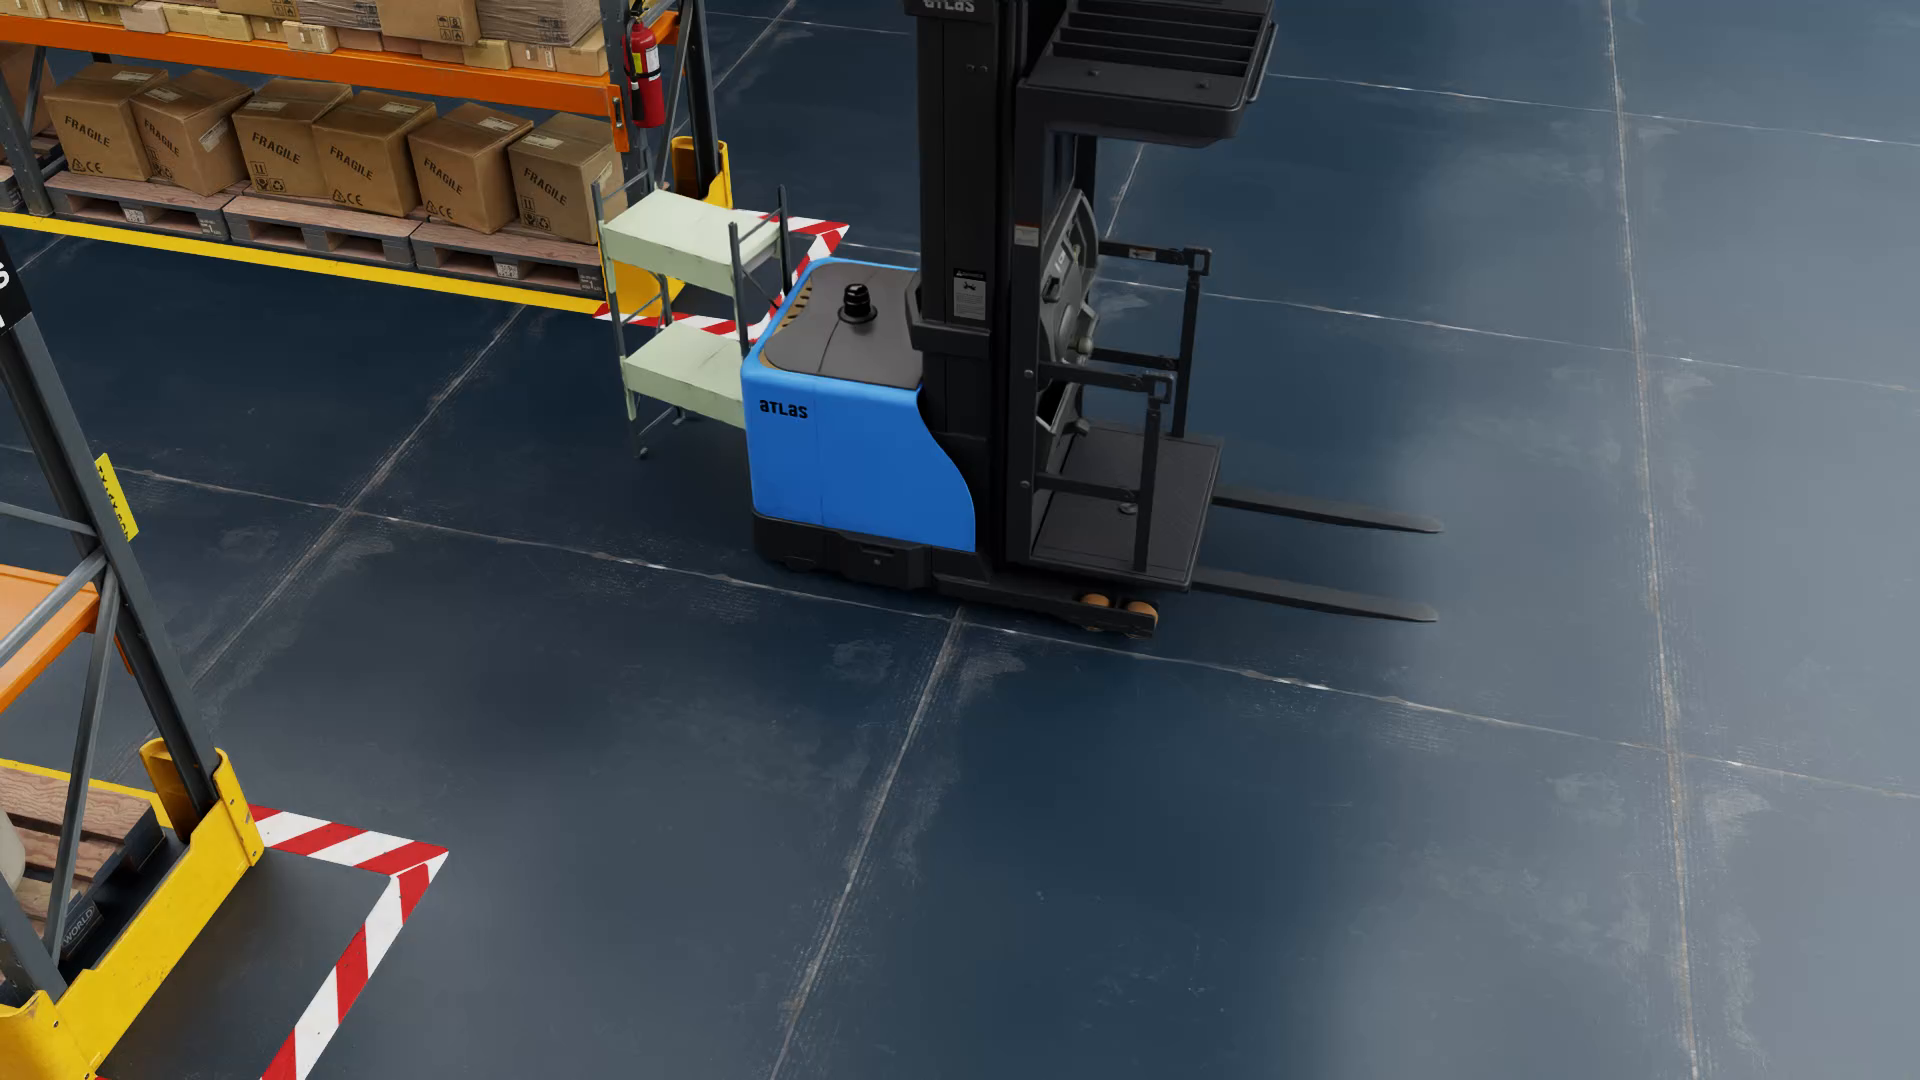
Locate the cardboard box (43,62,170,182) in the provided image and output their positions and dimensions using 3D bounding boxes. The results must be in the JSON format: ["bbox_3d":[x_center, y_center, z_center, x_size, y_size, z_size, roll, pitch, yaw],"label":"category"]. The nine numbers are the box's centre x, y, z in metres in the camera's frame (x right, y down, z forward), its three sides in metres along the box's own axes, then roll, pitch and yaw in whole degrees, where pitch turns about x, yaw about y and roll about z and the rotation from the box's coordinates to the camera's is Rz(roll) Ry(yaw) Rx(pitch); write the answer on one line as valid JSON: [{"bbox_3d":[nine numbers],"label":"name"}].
[{"bbox_3d":[-5.080,-2.529,10.046,0.500,0.500,0.500,9,41,10],"label":"cardboard box"}]

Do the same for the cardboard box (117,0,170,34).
[{"bbox_3d":[-4.364,-2.921,9.091,0.250,0.149,0.380,10,41,11],"label":"cardboard box"}]

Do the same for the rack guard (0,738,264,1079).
[{"bbox_3d":[-2.957,1.299,5.814,0.348,0.500,1.175,10,41,11],"label":"rack guard"}]

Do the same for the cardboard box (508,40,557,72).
[{"bbox_3d":[-2.162,-2.616,8.728,0.250,0.149,0.380,10,41,11],"label":"cardboard box"}]

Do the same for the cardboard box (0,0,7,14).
[{"bbox_3d":[-5.326,-3.098,9.301,0.250,0.149,0.380,10,41,11],"label":"cardboard box"}]

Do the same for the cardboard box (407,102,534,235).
[{"bbox_3d":[-2.777,-2.148,9.592,0.500,0.500,0.500,20,44,23],"label":"cardboard box"}]

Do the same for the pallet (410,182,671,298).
[{"bbox_3d":[-2.441,-1.853,9.793,1.213,0.211,1.003,10,41,11],"label":"pallet"}]

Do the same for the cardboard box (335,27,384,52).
[{"bbox_3d":[-3.132,-2.772,8.914,0.250,0.149,0.380,10,41,11],"label":"cardboard box"}]

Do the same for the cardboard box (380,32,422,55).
[{"bbox_3d":[-2.885,-2.745,8.881,0.250,0.149,0.380,10,41,11],"label":"cardboard box"}]

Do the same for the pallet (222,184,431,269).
[{"bbox_3d":[-3.615,-2.058,10.036,1.213,0.211,1.003,10,41,11],"label":"pallet"}]

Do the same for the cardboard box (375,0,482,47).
[{"bbox_3d":[-2.630,-3.021,8.706,0.500,0.500,0.875,10,41,11],"label":"cardboard box"}]

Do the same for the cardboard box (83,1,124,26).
[{"bbox_3d":[-4.595,-2.988,9.171,0.250,0.149,0.380,10,41,11],"label":"cardboard box"}]

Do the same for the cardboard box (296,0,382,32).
[{"bbox_3d":[-3.102,-3.131,8.836,0.500,0.500,0.875,10,41,11],"label":"cardboard box"}]

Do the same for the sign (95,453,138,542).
[{"bbox_3d":[-2.725,-0.122,5.347,0.005,0.325,0.100,10,41,11],"label":"sign"}]

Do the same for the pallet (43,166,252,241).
[{"bbox_3d":[-4.798,-2.259,10.276,1.213,0.211,1.003,10,41,11],"label":"pallet"}]

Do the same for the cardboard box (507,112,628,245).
[{"bbox_3d":[-2.190,-2.069,9.499,0.500,0.500,0.500,17,43,19],"label":"cardboard box"}]

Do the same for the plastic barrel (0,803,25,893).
[{"bbox_3d":[-3.527,1.055,5.769,0.421,0.512,0.421,0,40,0],"label":"plastic barrel"}]

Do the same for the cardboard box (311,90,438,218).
[{"bbox_3d":[-3.377,-2.263,9.730,0.500,0.500,0.500,13,42,15],"label":"cardboard box"}]

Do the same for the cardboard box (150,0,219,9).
[{"bbox_3d":[-4.054,-3.330,9.074,0.500,0.500,0.875,10,41,11],"label":"cardboard box"}]

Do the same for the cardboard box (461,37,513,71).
[{"bbox_3d":[-2.416,-2.626,8.740,0.250,0.149,0.380,10,41,11],"label":"cardboard box"}]

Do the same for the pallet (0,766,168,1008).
[{"bbox_3d":[-3.741,1.272,6.072,1.213,0.211,1.003,10,41,11],"label":"pallet"}]

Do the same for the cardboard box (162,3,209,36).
[{"bbox_3d":[-4.112,-2.905,9.072,0.250,0.149,0.380,10,41,11],"label":"cardboard box"}]

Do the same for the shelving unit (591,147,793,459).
[{"bbox_3d":[-1.190,-0.977,7.747,0.755,1.500,0.431,20,44,22],"label":"shelving unit"}]

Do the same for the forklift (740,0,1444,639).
[{"bbox_3d":[0.634,-1.071,6.746,3.031,2.935,1.130,10,41,11],"label":"forklift"}]

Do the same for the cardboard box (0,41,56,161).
[{"bbox_3d":[-6.043,-2.743,10.286,0.500,0.500,0.700,7,41,8],"label":"cardboard box"}]

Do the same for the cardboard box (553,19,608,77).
[{"bbox_3d":[-1.920,-2.575,8.678,0.250,0.149,0.380,10,41,11],"label":"cardboard box"}]

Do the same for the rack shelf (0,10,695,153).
[{"bbox_3d":[-3.524,-2.809,9.321,4.000,0.370,1.077,10,41,11],"label":"rack shelf"}]

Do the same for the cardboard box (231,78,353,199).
[{"bbox_3d":[-3.904,-2.384,9.873,0.500,0.500,0.500,6,40,8],"label":"cardboard box"}]

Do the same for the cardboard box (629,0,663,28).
[{"bbox_3d":[-1.805,-2.851,9.008,0.250,0.149,0.380,10,41,11],"label":"cardboard box"}]

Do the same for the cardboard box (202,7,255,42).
[{"bbox_3d":[-3.873,-2.857,9.014,0.250,0.149,0.380,10,41,11],"label":"cardboard box"}]

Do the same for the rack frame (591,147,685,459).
[{"bbox_3d":[-1.510,-1.091,7.883,0.023,1.500,0.400,20,44,22],"label":"rack frame"}]

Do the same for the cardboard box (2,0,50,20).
[{"bbox_3d":[-5.088,-3.048,9.242,0.250,0.149,0.380,10,41,11],"label":"cardboard box"}]

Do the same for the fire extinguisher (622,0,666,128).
[{"bbox_3d":[-1.600,-2.417,8.355,0.183,0.674,0.296,10,41,11],"label":"fire extinguisher"}]

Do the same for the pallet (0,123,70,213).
[{"bbox_3d":[-6.208,-2.477,10.536,1.213,0.211,1.003,10,41,11],"label":"pallet"}]

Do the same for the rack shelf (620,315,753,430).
[{"bbox_3d":[-1.190,-0.727,7.957,0.720,0.370,0.431,20,44,22],"label":"rack shelf"}]

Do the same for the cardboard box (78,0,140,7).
[{"bbox_3d":[-4.563,-3.351,9.098,0.500,0.500,0.875,10,41,11],"label":"cardboard box"}]

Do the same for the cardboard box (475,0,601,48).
[{"bbox_3d":[-2.116,-3.012,8.695,0.500,0.500,0.875,10,41,11],"label":"cardboard box"}]

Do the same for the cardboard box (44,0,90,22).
[{"bbox_3d":[-4.839,-3.024,9.213,0.250,0.149,0.380,10,41,11],"label":"cardboard box"}]

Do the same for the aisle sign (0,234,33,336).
[{"bbox_3d":[-2.727,-0.840,4.396,0.004,0.787,0.394,10,41,11],"label":"aisle sign"}]

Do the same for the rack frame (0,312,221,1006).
[{"bbox_3d":[-2.872,0.325,5.030,0.127,3.000,1.000,10,41,11],"label":"rack frame"}]

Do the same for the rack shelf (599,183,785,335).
[{"bbox_3d":[-1.190,-1.276,7.496,0.720,0.370,0.431,20,44,22],"label":"rack shelf"}]

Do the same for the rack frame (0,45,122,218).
[{"bbox_3d":[-5.456,-3.417,9.486,0.127,3.000,1.000,10,41,11],"label":"rack frame"}]

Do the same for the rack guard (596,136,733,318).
[{"bbox_3d":[-1.665,-1.807,9.513,0.348,0.500,1.175,10,41,11],"label":"rack guard"}]

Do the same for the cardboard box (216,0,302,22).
[{"bbox_3d":[-3.582,-3.221,8.944,0.500,0.500,0.875,10,41,11],"label":"cardboard box"}]

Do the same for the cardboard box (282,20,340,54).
[{"bbox_3d":[-3.396,-2.759,8.898,0.250,0.149,0.380,10,41,11],"label":"cardboard box"}]

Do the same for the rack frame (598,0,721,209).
[{"bbox_3d":[-1.592,-2.752,8.694,0.127,3.000,1.000,10,41,11],"label":"rack frame"}]

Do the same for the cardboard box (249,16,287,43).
[{"bbox_3d":[-3.620,-2.843,8.999,0.250,0.149,0.380,10,41,11],"label":"cardboard box"}]

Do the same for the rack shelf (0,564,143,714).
[{"bbox_3d":[-4.804,0.268,5.657,4.000,0.370,1.077,10,41,11],"label":"rack shelf"}]

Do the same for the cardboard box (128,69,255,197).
[{"bbox_3d":[-4.524,-2.438,9.938,0.500,0.500,0.500,23,45,25],"label":"cardboard box"}]

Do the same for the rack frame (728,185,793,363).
[{"bbox_3d":[-0.870,-0.863,7.611,0.023,1.500,0.400,20,44,22],"label":"rack frame"}]

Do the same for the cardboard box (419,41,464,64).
[{"bbox_3d":[-2.654,-2.677,8.801,0.250,0.149,0.380,10,41,11],"label":"cardboard box"}]
